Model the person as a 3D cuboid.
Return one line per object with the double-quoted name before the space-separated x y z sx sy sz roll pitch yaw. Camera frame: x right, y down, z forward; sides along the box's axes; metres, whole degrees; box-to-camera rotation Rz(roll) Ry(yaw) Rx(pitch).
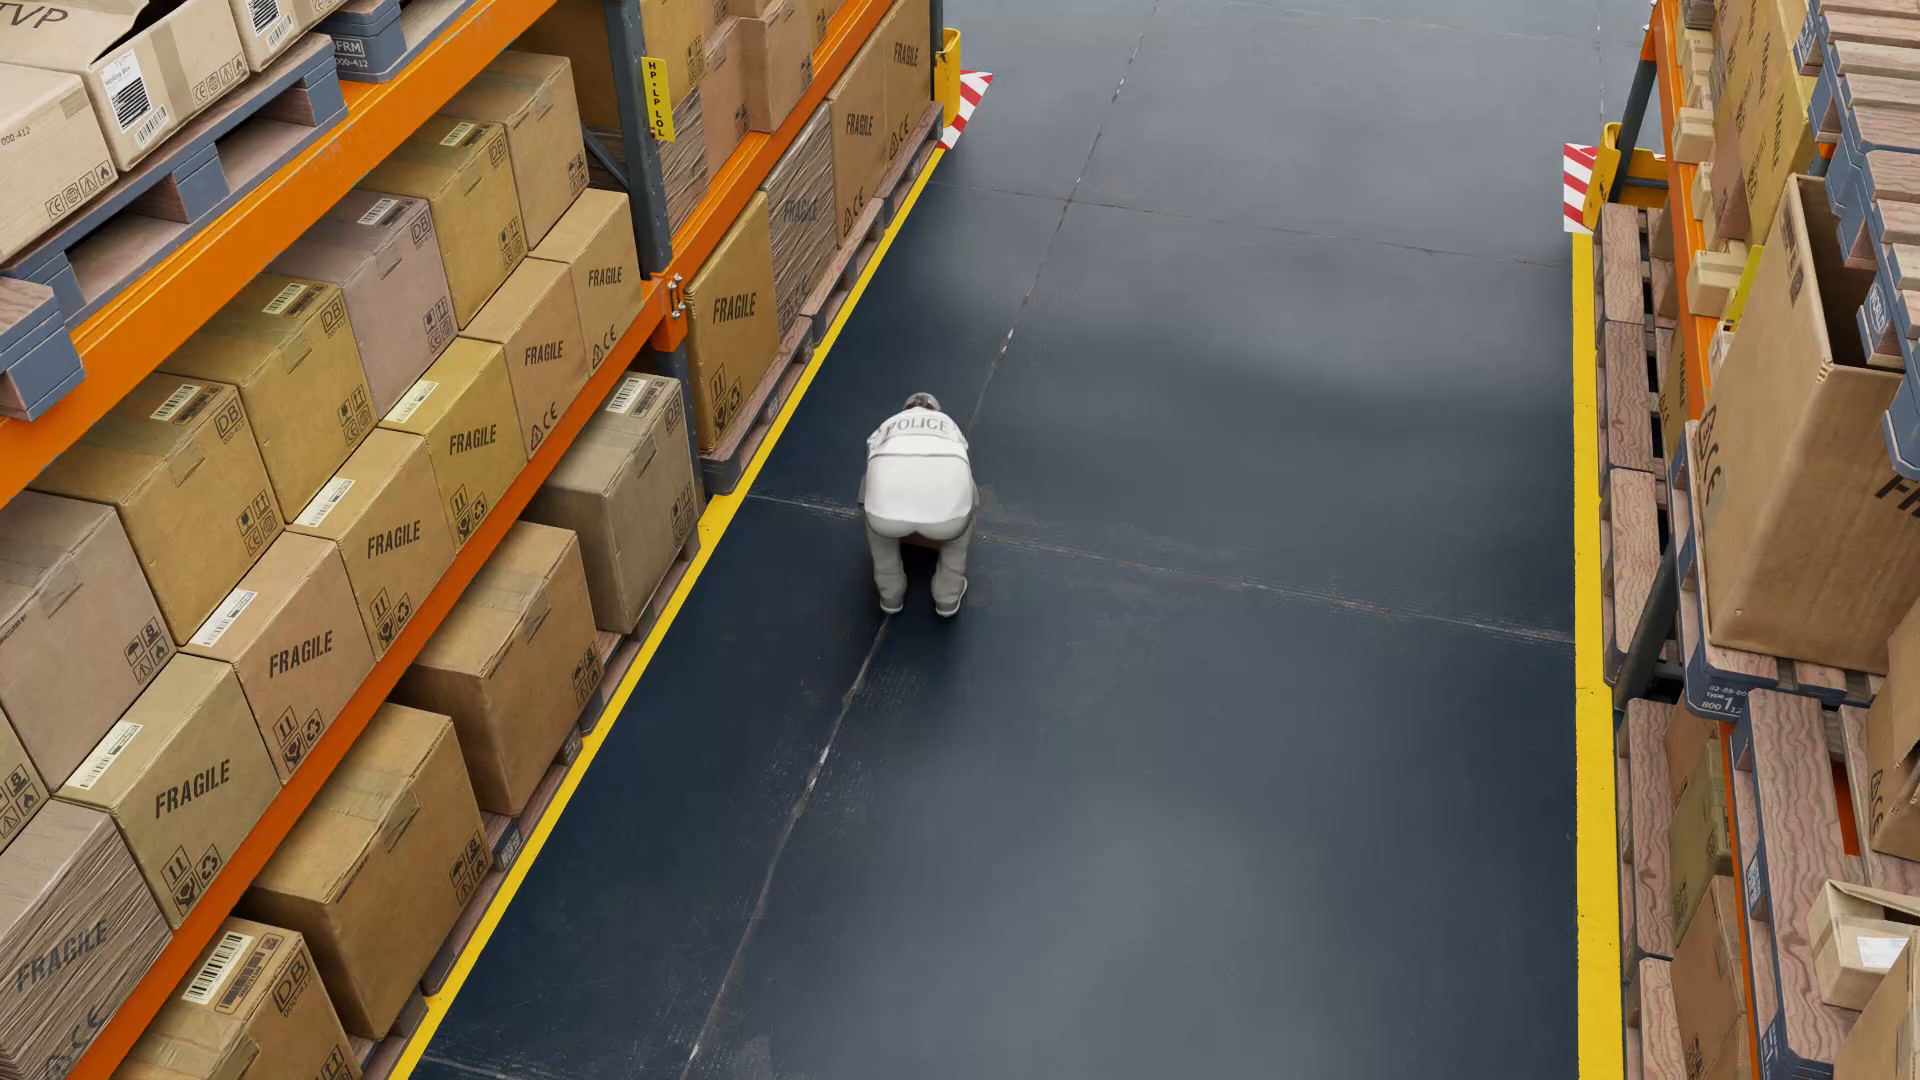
"person" -0.165 -0.167 6.928 0.500 0.900 0.936 1 41 1
